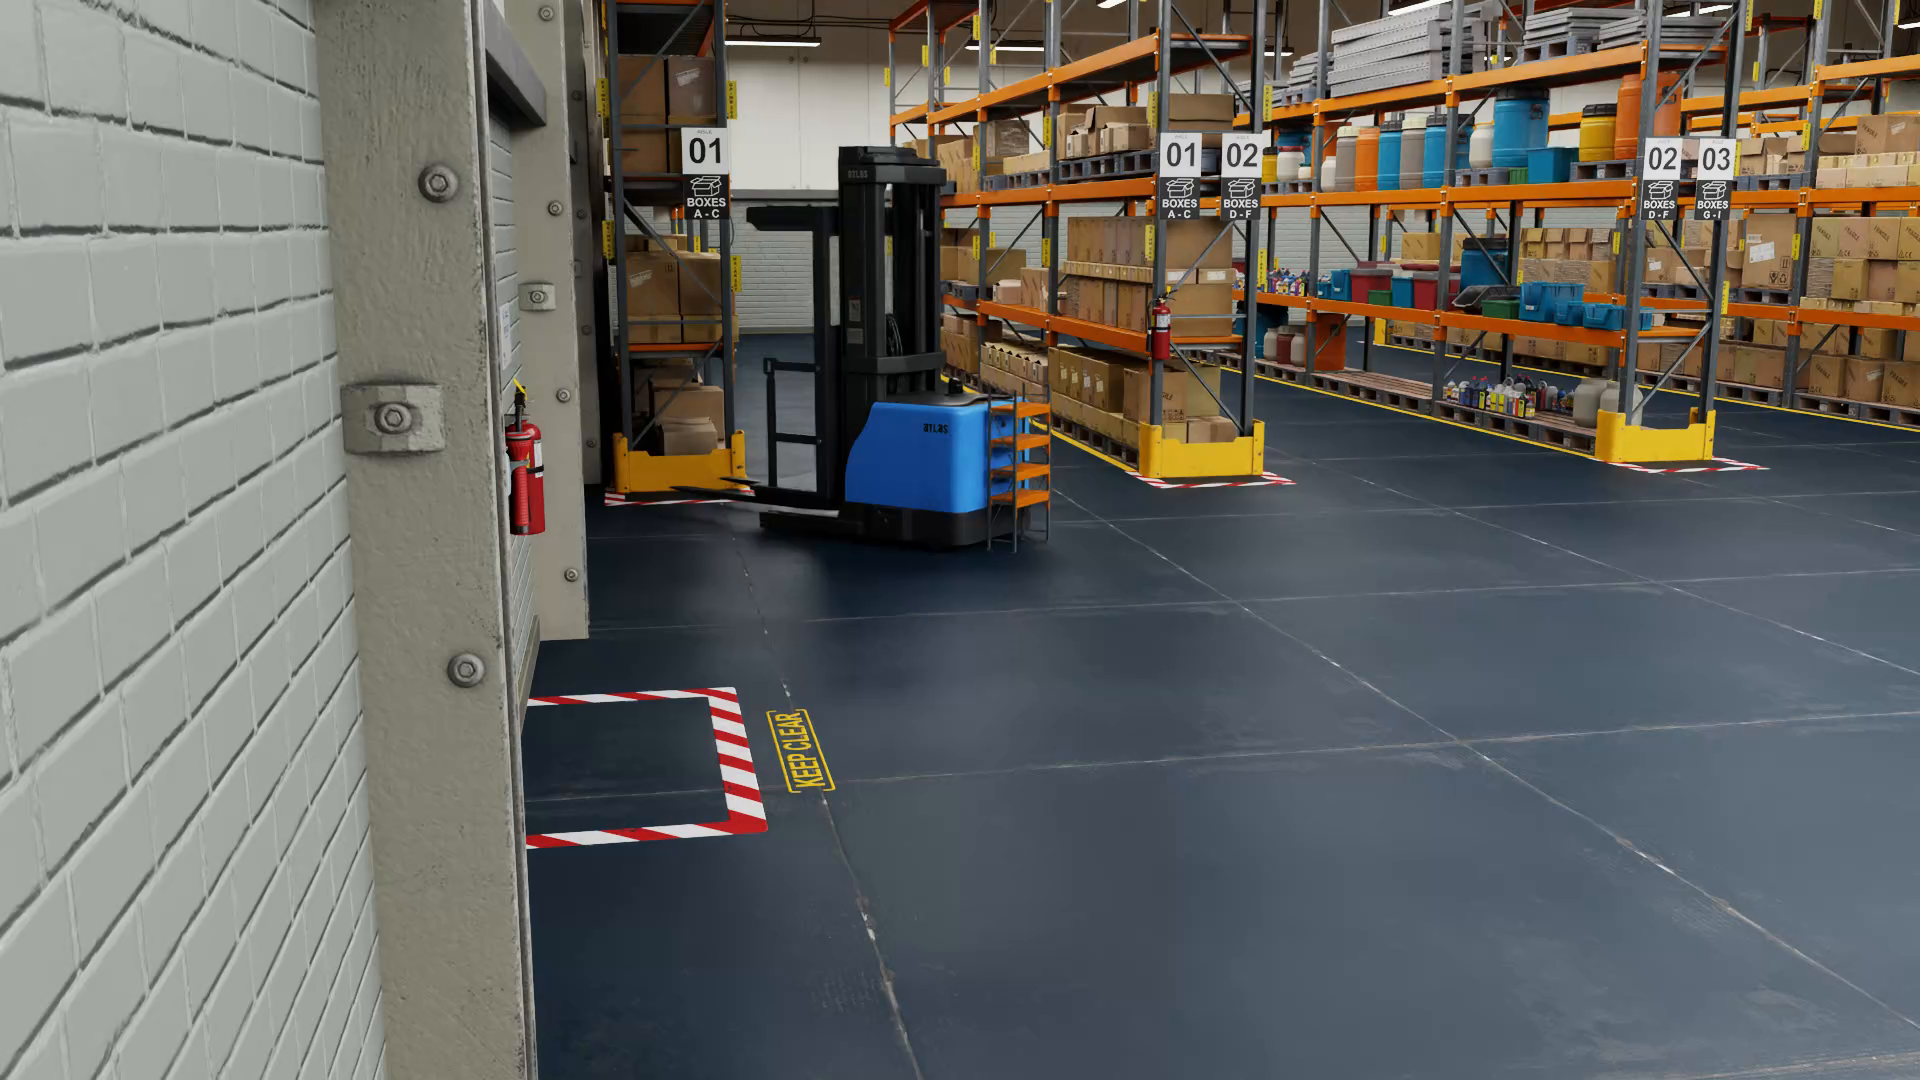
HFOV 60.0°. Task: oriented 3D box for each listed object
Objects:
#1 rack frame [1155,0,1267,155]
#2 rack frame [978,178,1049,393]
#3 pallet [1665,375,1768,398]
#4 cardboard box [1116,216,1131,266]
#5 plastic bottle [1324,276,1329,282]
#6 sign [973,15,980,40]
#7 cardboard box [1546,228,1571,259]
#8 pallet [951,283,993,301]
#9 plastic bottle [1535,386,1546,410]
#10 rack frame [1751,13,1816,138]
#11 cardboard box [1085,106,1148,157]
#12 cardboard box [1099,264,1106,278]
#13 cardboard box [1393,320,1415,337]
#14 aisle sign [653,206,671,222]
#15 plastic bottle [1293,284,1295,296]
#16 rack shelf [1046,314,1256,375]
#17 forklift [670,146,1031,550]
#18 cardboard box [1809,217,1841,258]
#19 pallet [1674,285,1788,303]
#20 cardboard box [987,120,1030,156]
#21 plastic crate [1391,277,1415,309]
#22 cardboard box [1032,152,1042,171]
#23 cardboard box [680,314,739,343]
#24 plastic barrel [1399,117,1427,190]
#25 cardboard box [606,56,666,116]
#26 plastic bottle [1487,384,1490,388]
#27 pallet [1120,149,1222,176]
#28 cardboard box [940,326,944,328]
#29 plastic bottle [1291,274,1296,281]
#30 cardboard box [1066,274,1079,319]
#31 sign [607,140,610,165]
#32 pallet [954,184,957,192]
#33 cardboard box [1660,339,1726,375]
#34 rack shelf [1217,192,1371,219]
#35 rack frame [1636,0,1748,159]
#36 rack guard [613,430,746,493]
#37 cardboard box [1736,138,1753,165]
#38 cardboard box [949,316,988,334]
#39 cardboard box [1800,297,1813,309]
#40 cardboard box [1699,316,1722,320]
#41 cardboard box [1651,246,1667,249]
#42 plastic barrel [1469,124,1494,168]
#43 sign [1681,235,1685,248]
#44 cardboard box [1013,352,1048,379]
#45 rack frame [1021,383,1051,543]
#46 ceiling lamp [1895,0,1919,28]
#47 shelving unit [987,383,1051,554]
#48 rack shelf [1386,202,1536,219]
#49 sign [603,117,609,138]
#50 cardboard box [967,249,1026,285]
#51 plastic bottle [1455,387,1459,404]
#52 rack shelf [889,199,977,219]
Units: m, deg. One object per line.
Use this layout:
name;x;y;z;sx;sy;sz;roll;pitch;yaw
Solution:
rack frame;2.319;-5.063;15.231;1.000;3.000;0.127;-2;11;-11
rack frame;0.763;-3.583;23.500;1.000;3.000;0.127;-2;11;-11
pallet;10.865;-2.206;23.724;1.003;0.211;1.213;-2;11;-11
cardboard box;2.024;-3.087;17.155;0.700;0.500;0.500;-2;11;-11
plastic bottle;5.699;-3.965;25.848;0.097;0.271;0.097;0;11;0
sign;0.233;-7.007;22.732;0.100;0.325;0.005;-2;11;-11
cardboard box;10.094;-4.862;27.267;0.797;0.503;0.637;-2;11;-9
pallet;0.562;-3.611;24.158;1.213;0.211;1.003;-2;11;-11
plastic bottle;6.832;-1.675;19.562;0.061;0.283;0.133;-2;11;-11
rack frame;14.588;-7.785;29.533;1.000;3.000;0.127;-2;11;-11
cardboard box;1.738;-4.342;17.692;0.797;0.503;0.637;-1;11;-5
cardboard box;1.708;-2.877;17.788;0.380;0.149;0.250;-2;11;-11
cardboard box;9.128;-4.458;32.656;0.875;0.875;0.875;-2;11;-11
aisle sign;-5.371;-6.171;30.143;0.394;0.787;0.004;-2;11;-11
plastic bottle;5.076;-3.788;25.107;0.097;0.201;0.097;0;11;0
rack shelf;1.930;-2.129;17.786;1.077;0.370;4.000;-2;11;-11
forklift;-0.966;-1.556;13.031;3.031;2.935;1.130;7;13;33
cardboard box;11.097;-3.804;20.922;0.500;0.500;0.500;-2;11;-11
pallet;10.906;-3.487;23.508;1.003;0.211;1.213;-2;11;-11
cardboard box;0.684;-5.677;23.539;0.500;0.500;0.500;-2;11;-11
plastic crate;5.881;-3.212;21.594;0.392;0.384;0.575;-2;11;-11
cardboard box;1.229;-4.809;21.194;0.500;0.250;0.500;-3;11;-16
cardboard box;-2.323;-1.972;15.384;0.500;0.250;0.500;-2;11;-13
plastic barrel;5.962;-4.954;21.340;0.600;0.901;0.600;0;11;0
cardboard box;-2.880;-4.028;14.822;0.500;0.500;0.500;-2;11;-8
plastic bottle;6.297;-1.720;19.829;0.097;0.271;0.097;0;11;0
pallet;2.207;-3.677;16.206;1.003;0.211;1.213;-2;11;-11
cardboard box;-0.160;-3.207;27.035;0.500;0.500;0.500;-3;11;-14
plastic bottle;5.360;-4.138;26.759;0.097;0.271;0.097;0;11;0
cardboard box;1.634;-2.818;19.210;0.700;0.500;0.500;-2;11;-12
sign;-4.641;-5.150;22.116;0.100;0.325;0.005;-2;11;-11
pallet;0.043;-5.576;26.450;1.213;0.211;1.003;-2;11;-11
cardboard box;10.751;-2.708;24.408;0.700;0.500;0.500;-3;11;-16
rack shelf;5.234;-5.250;26.157;1.077;0.370;4.000;-2;11;-11
rack frame;7.179;-5.243;16.173;1.000;3.000;0.127;-2;11;-11
rack guard;-2.554;-0.721;15.148;1.175;0.500;0.348;-2;11;-11
cardboard box;11.011;-5.448;23.669;0.500;0.500;0.500;-2;11;-10
cardboard box;0.133;-3.300;25.518;0.500;0.250;0.500;-2;11;-12
cardboard box;11.006;-3.035;21.294;0.380;0.149;0.250;-2;11;-11
cardboard box;14.145;-4.133;31.301;0.380;0.149;0.250;-2;11;-9
cardboard box;13.838;-5.487;32.441;0.500;0.500;0.500;-2;11;-10
plastic barrel;6.292;-4.678;19.806;0.421;0.512;0.421;0;11;0
sign;11.011;-4.494;25.401;0.100;0.325;0.005;-2;11;-11
cardboard box;0.979;-2.231;21.128;0.500;0.311;0.500;-2;11;-11
rack frame;0.571;-0.578;12.526;0.240;1.200;0.015;7;13;32
ceiling lamp;17.444;-10.619;28.809;0.800;3.185;2.000;-2;11;-11
shelving unit;0.439;-0.540;12.325;0.258;1.200;0.503;7;13;32
rack shelf;9.314;-6.163;30.958;1.077;0.370;4.000;-2;11;-11
sign;-3.861;-4.569;18.221;0.100;0.325;0.005;-2;11;-11
cardboard box;0.530;-3.950;24.037;0.700;0.500;0.500;-6;12;-30
plastic bottle;6.072;-1.759;20.222;0.097;0.201;0.097;0;11;0
rack shelf;-0.404;-5.804;29.069;1.077;0.370;4.000;-2;11;-11
